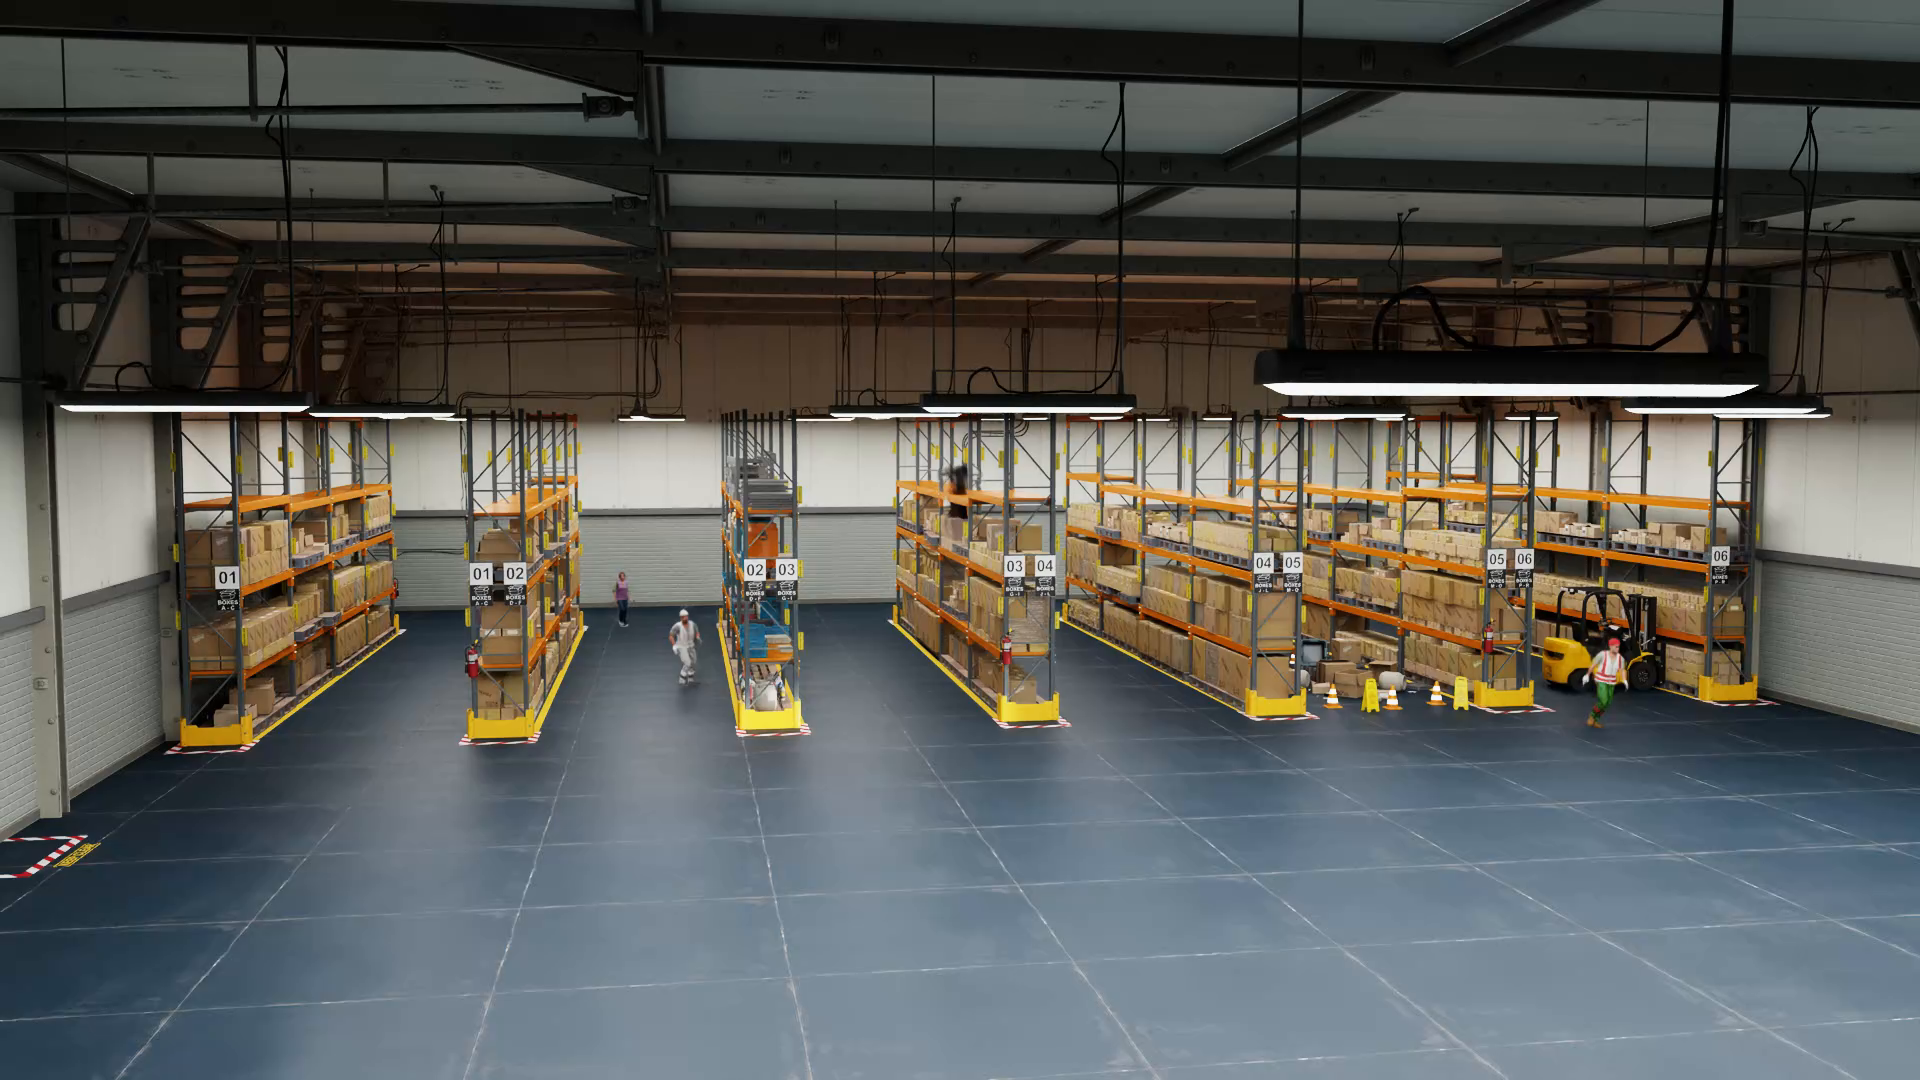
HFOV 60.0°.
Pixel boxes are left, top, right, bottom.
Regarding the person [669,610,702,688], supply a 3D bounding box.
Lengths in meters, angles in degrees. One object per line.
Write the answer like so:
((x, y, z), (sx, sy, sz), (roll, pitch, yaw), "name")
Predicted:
((-5.921, 2.355, 36.211), (0.724, 1.706, 0.681), (4, 6, 44), "person")

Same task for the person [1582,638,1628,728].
((12.113, 2.678, 31.145), (0.633, 1.723, 0.718), (-1, 4, -14), "person")

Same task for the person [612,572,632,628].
((-9.446, 1.676, 46.441), (0.470, 1.584, 0.623), (-3, 5, -39), "person")
